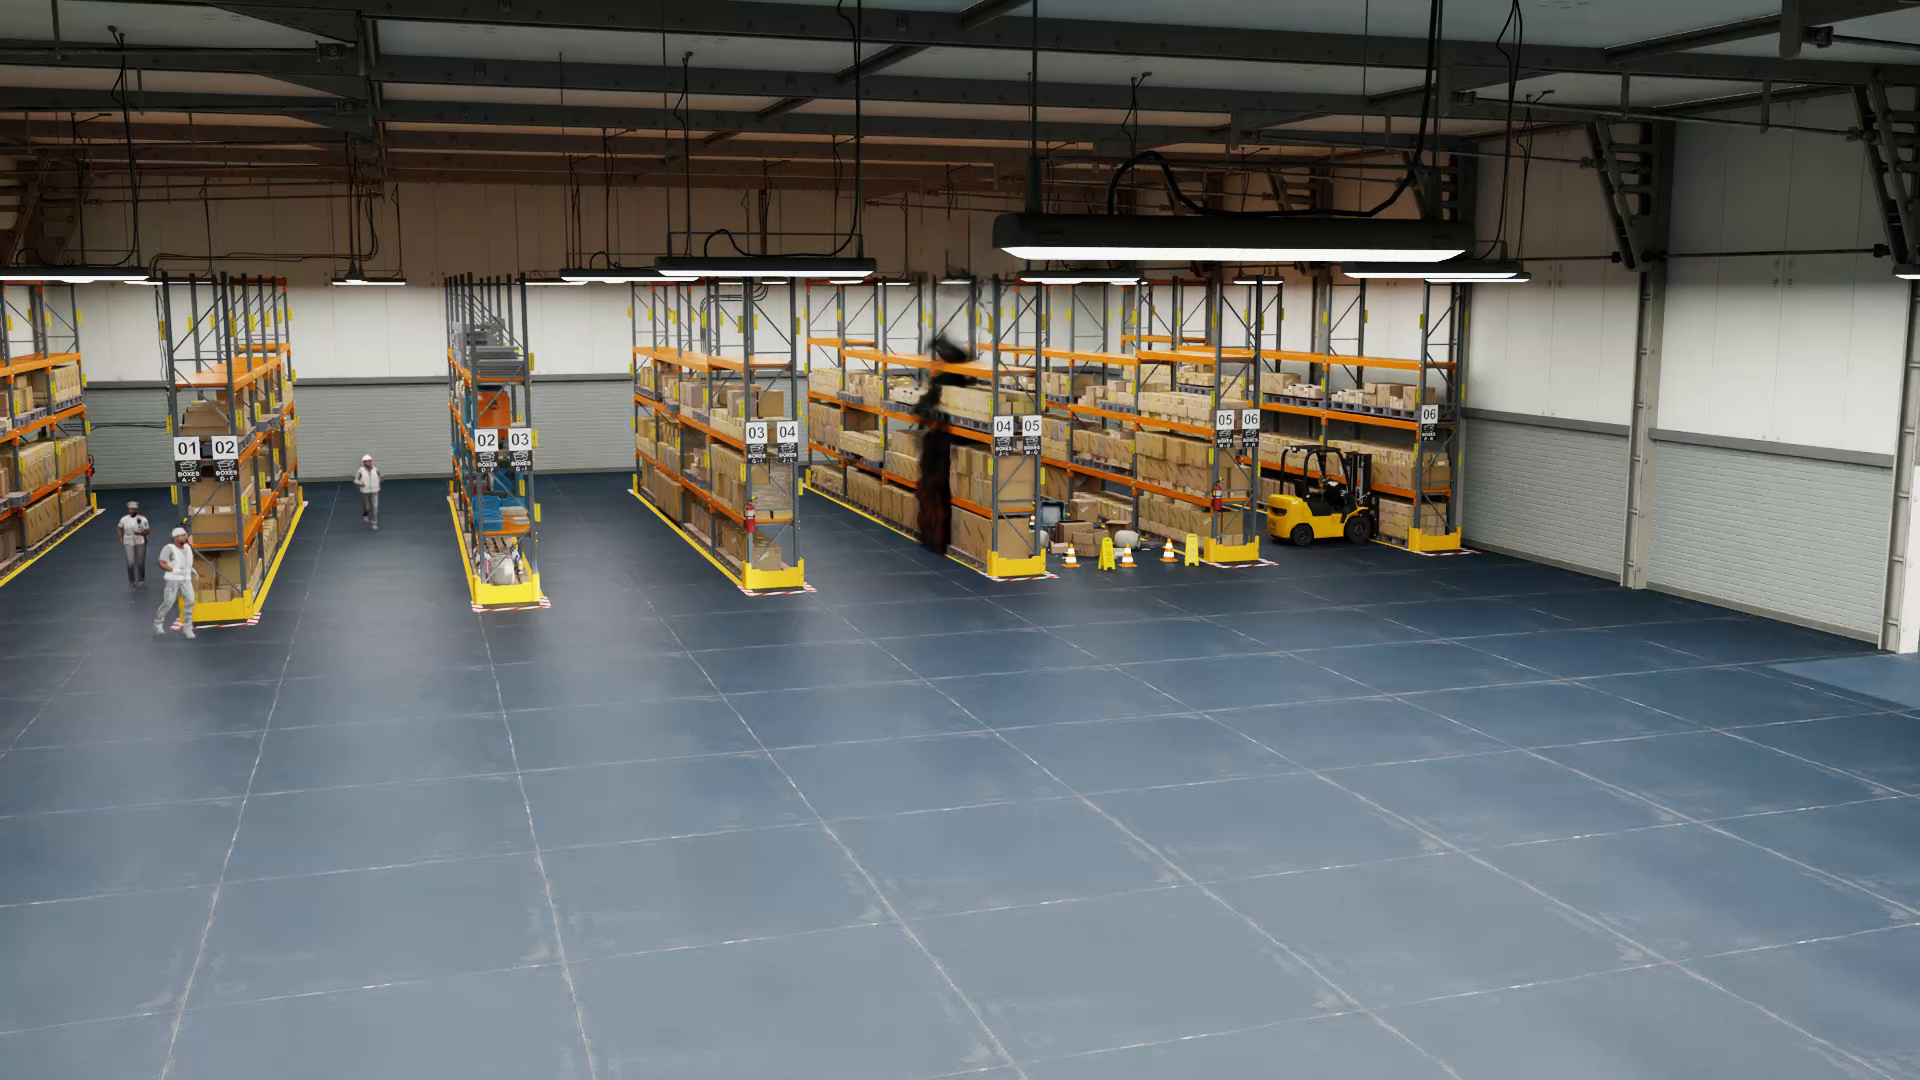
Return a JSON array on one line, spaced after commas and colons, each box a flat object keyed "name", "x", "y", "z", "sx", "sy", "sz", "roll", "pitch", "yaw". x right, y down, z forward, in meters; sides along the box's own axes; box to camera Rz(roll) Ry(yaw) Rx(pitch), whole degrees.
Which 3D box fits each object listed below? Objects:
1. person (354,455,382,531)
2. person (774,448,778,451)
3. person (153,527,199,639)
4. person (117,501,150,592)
[{"name": "person", "x": -14.167, "y": -1.152, "z": 39.885, "sx": 0.661, "sy": 1.777, "sz": 0.922, "roll": -5, "pitch": 10, "yaw": -30}, {"name": "person", "x": -4.760, "y": -1.984, "z": 45.369, "sx": 0.616, "sy": 1.852, "sz": 0.783, "roll": -2, "pitch": 9, "yaw": -12}, {"name": "person", "x": -12.934, "y": 0.695, "z": 27.587, "sx": 0.806, "sy": 1.808, "sz": 0.746, "roll": 4, "pitch": 10, "yaw": 25}, {"name": "person", "x": -15.735, "y": 0.124, "z": 31.709, "sx": 0.543, "sy": 1.741, "sz": 0.709, "roll": -5, "pitch": 10, "yaw": -28}]
